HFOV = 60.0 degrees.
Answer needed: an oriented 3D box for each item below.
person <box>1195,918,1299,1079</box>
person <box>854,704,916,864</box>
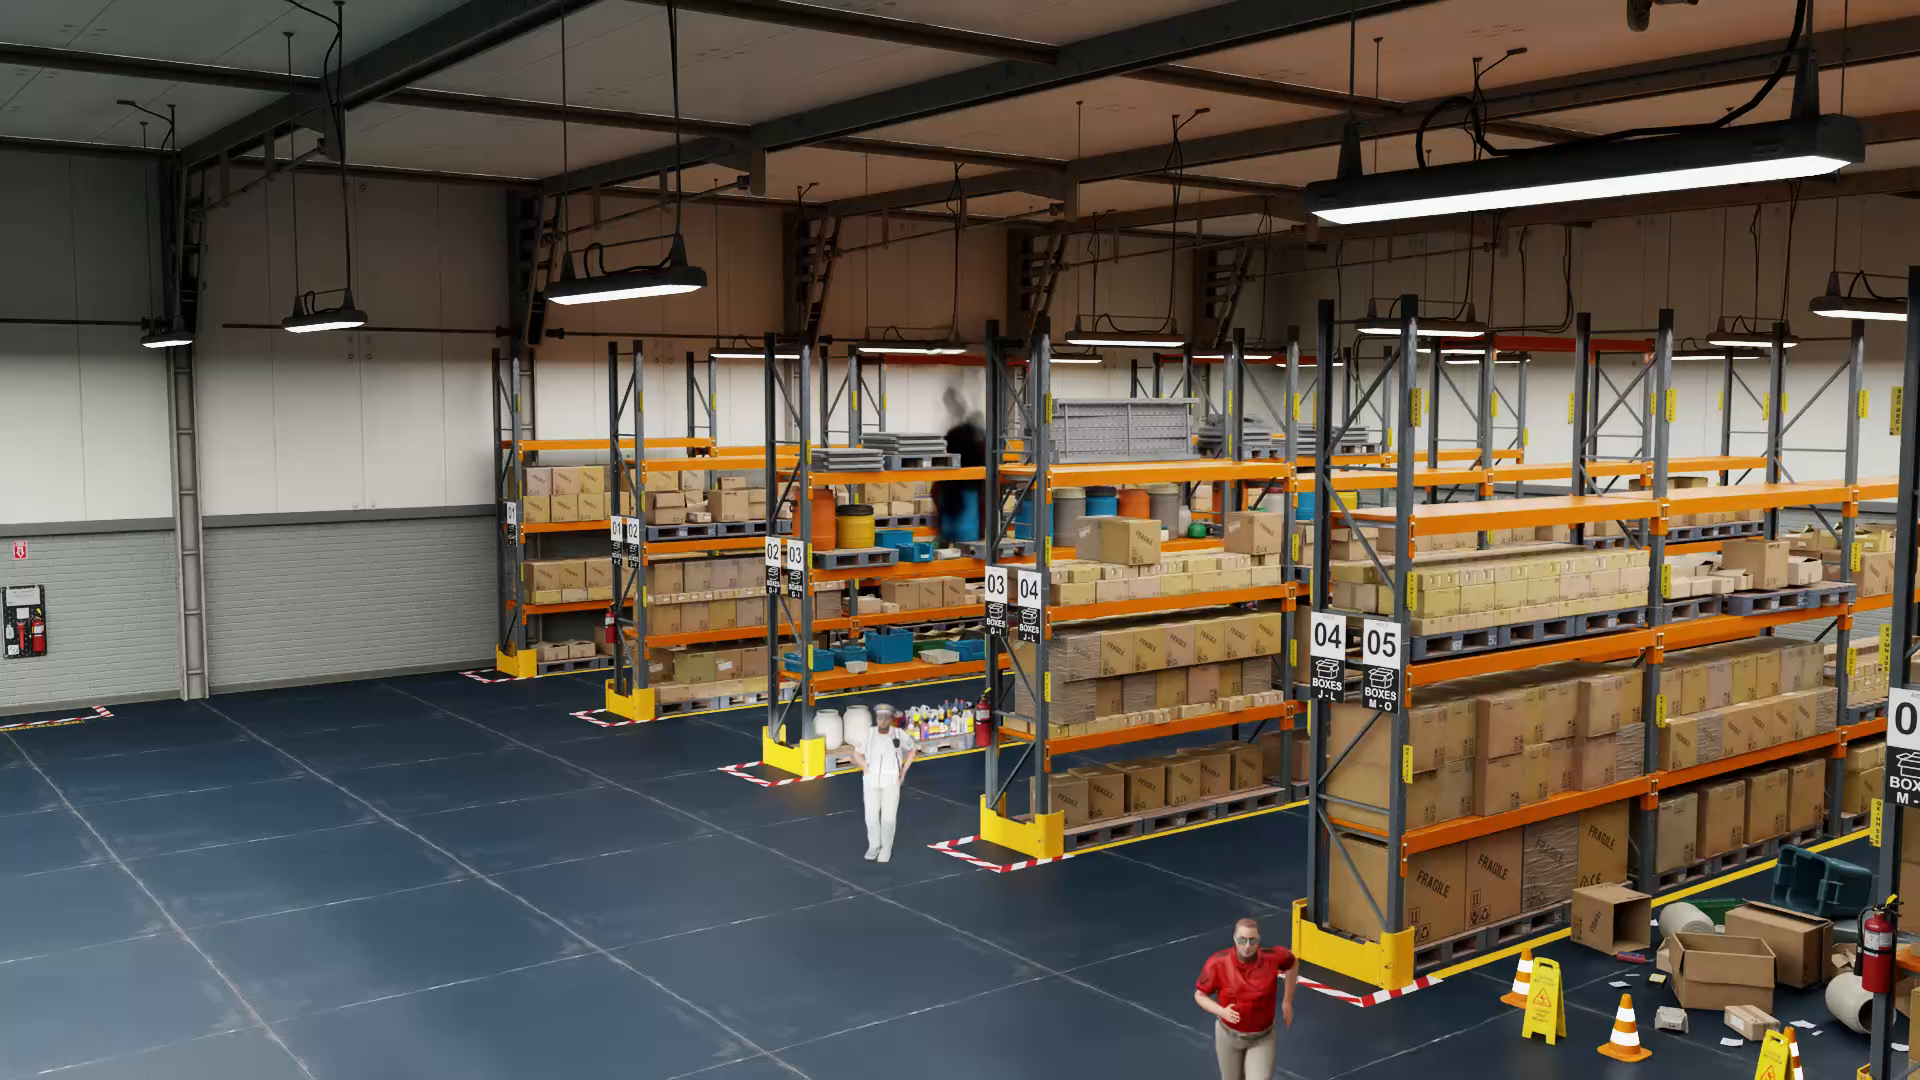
[{"bbox_3d":[1.918,3.365,11.141,0.677,1.790,0.952,1,5,10],"label":"person"},{"bbox_3d":[-0.851,2.686,18.314,0.665,1.792,0.645,1,5,7],"label":"person"}]
